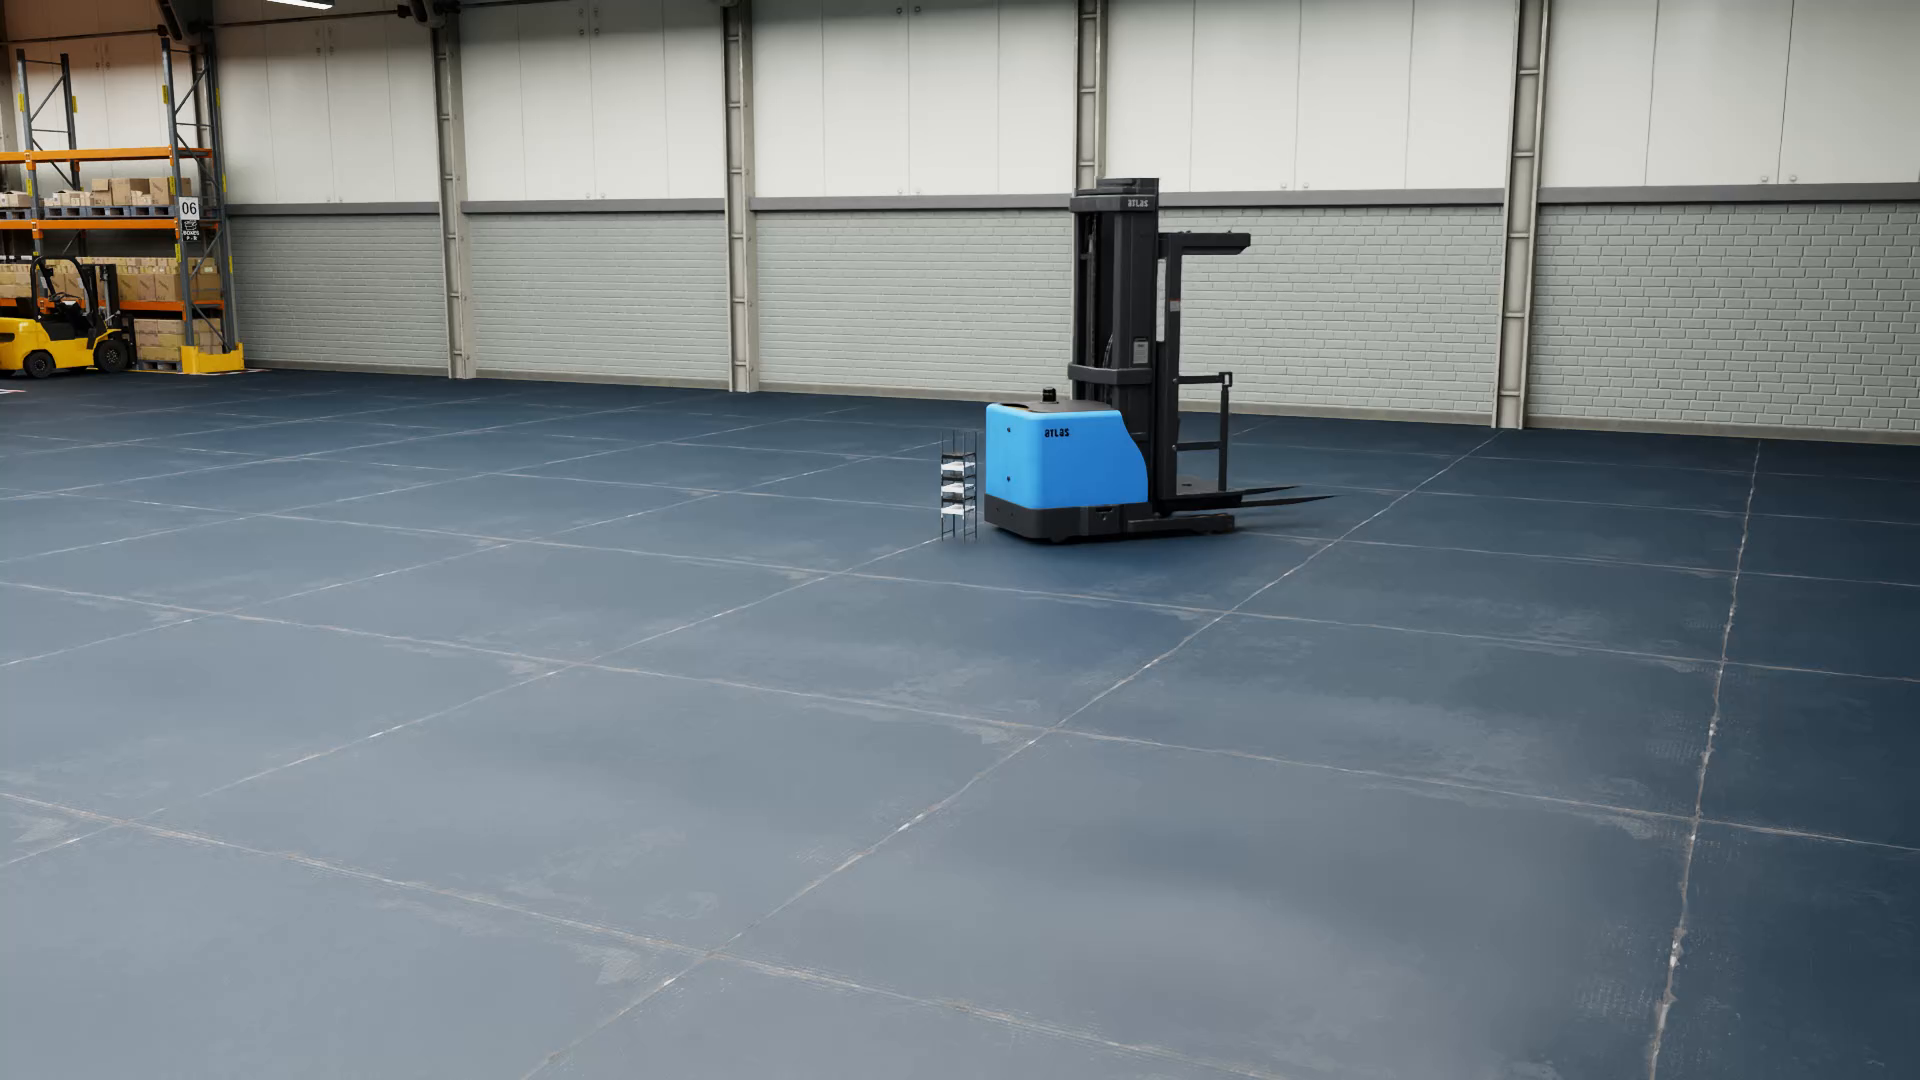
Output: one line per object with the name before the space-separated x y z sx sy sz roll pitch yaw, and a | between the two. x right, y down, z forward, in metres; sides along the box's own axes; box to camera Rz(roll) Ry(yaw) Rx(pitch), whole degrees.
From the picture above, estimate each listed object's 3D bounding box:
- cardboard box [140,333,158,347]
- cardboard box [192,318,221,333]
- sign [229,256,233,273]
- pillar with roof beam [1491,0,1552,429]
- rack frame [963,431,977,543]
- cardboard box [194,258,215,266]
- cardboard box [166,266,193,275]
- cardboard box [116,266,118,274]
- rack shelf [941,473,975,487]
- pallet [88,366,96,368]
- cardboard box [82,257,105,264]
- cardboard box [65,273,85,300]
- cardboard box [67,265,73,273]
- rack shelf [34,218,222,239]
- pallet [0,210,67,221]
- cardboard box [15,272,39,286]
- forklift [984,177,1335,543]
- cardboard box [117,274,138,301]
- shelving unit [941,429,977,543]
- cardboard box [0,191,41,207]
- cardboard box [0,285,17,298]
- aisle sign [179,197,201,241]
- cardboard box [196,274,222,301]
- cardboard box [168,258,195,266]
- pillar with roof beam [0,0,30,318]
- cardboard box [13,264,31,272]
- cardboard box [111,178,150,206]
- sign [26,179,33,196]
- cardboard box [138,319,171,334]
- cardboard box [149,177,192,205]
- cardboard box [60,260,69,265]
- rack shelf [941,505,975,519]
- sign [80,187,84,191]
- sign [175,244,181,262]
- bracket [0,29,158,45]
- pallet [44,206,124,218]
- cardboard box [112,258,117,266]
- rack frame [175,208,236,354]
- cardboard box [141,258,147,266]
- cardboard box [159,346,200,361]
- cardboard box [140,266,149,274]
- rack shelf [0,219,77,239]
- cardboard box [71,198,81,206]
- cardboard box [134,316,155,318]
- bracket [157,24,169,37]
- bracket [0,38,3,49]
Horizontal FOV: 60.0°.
cardboard box | -15.077 -3.785 31.358 0.500 0.250 0.500 5 11 25
cardboard box | -14.404 -4.069 31.526 0.500 0.250 0.500 5 11 25
sign | -13.806 -5.209 31.434 0.005 0.325 0.100 5 11 26
pillar with roof beam | 5.336 -5.228 17.347 0.400 9.000 9.100 5 11 26
rack frame | 0.084 -0.435 13.609 0.006 0.900 0.240 5 11 26
cardboard box | -14.263 -5.231 31.273 0.250 0.149 0.380 5 11 25
cardboard box | -14.492 -5.007 30.868 0.250 0.149 0.380 5 11 27
cardboard box | -15.837 -5.138 31.593 0.250 0.149 0.380 5 11 25
rack shelf | -0.007 -0.499 13.644 0.200 0.077 0.258 5 11 26
pallet | -16.949 -3.529 32.638 1.213 0.211 1.003 5 11 26
cardboard box | -16.552 -5.335 31.850 0.250 0.149 0.380 5 11 25
cardboard box | -16.887 -4.905 32.128 0.500 0.500 0.500 5 12 27
cardboard box | -16.995 -5.236 32.135 0.250 0.149 0.380 5 11 26
rack shelf | -15.850 -5.935 31.699 4.000 0.370 1.077 5 11 26
pallet | -18.441 -6.420 32.895 1.217 0.209 0.805 5 11 24
cardboard box | -18.197 -5.141 32.730 0.500 0.250 0.500 5 11 25
forklift | 1.776 -1.565 14.148 3.031 2.935 1.130 -4 11 -22
cardboard box | -15.535 -4.784 31.462 0.500 0.500 0.500 5 11 25
shelving unit | -0.007 -0.443 13.654 0.210 0.900 0.258 5 11 26
cardboard box | -18.401 -6.677 32.567 0.500 0.311 0.500 5 11 24
cardboard box | -18.665 -4.934 32.989 0.500 0.250 0.500 5 11 25
aisle sign | -14.128 -5.883 30.512 0.004 0.787 0.394 5 11 26
cardboard box | -14.378 -4.788 31.483 0.500 0.500 0.500 5 12 28
cardboard box | -14.471 -5.165 30.908 0.250 0.149 0.380 5 11 26
pillar with roof beam | -21.568 -7.592 30.409 0.400 9.000 9.100 5 11 26
cardboard box | -18.484 -5.376 32.908 0.250 0.149 0.380 5 11 26
cardboard box | -15.436 -6.529 31.221 0.500 0.500 0.700 5 11 26
sign | -17.875 -6.769 31.948 0.005 0.325 0.100 5 11 26
cardboard box | -15.068 -4.027 31.292 0.500 0.250 0.500 5 12 27
cardboard box | -14.561 -6.433 30.686 0.500 0.500 0.500 5 12 28
cardboard box | -17.207 -5.410 32.260 0.250 0.149 0.380 5 11 27
rack shelf | -0.007 -0.234 13.692 0.200 0.077 0.258 5 11 26
sign | -17.400 -6.829 32.943 0.005 0.325 0.100 5 11 26
sign | -14.309 -5.256 30.434 0.005 0.325 0.100 5 11 26
bracket | -17.122 -9.757 32.264 4.783 0.066 0.076 5 11 26
pallet | -16.867 -6.340 32.165 1.213 0.211 1.003 5 11 26
cardboard box | -15.849 -5.285 31.571 0.250 0.149 0.380 5 11 27
rack frame | -14.057 -4.656 31.031 0.127 3.000 1.000 5 11 26
cardboard box | -15.143 -5.227 31.252 0.250 0.149 0.380 5 11 26
cardboard box | -14.618 -3.496 31.164 0.500 0.250 0.500 5 11 26
cardboard box | -15.157 -5.073 31.238 0.250 0.149 0.380 5 11 25
rack shelf | -19.437 -6.250 33.440 4.000 0.370 1.077 5 11 26
cardboard box | -16.687 -6.435 31.684 0.250 0.149 0.380 5 12 28
cardboard box | -15.754 -4.191 32.196 0.500 0.250 0.500 5 11 25
bracket | -14.812 -9.554 31.142 0.430 0.232 0.235 5 11 26
bracket | -19.448 -9.961 33.393 0.430 0.232 0.235 5 11 26
